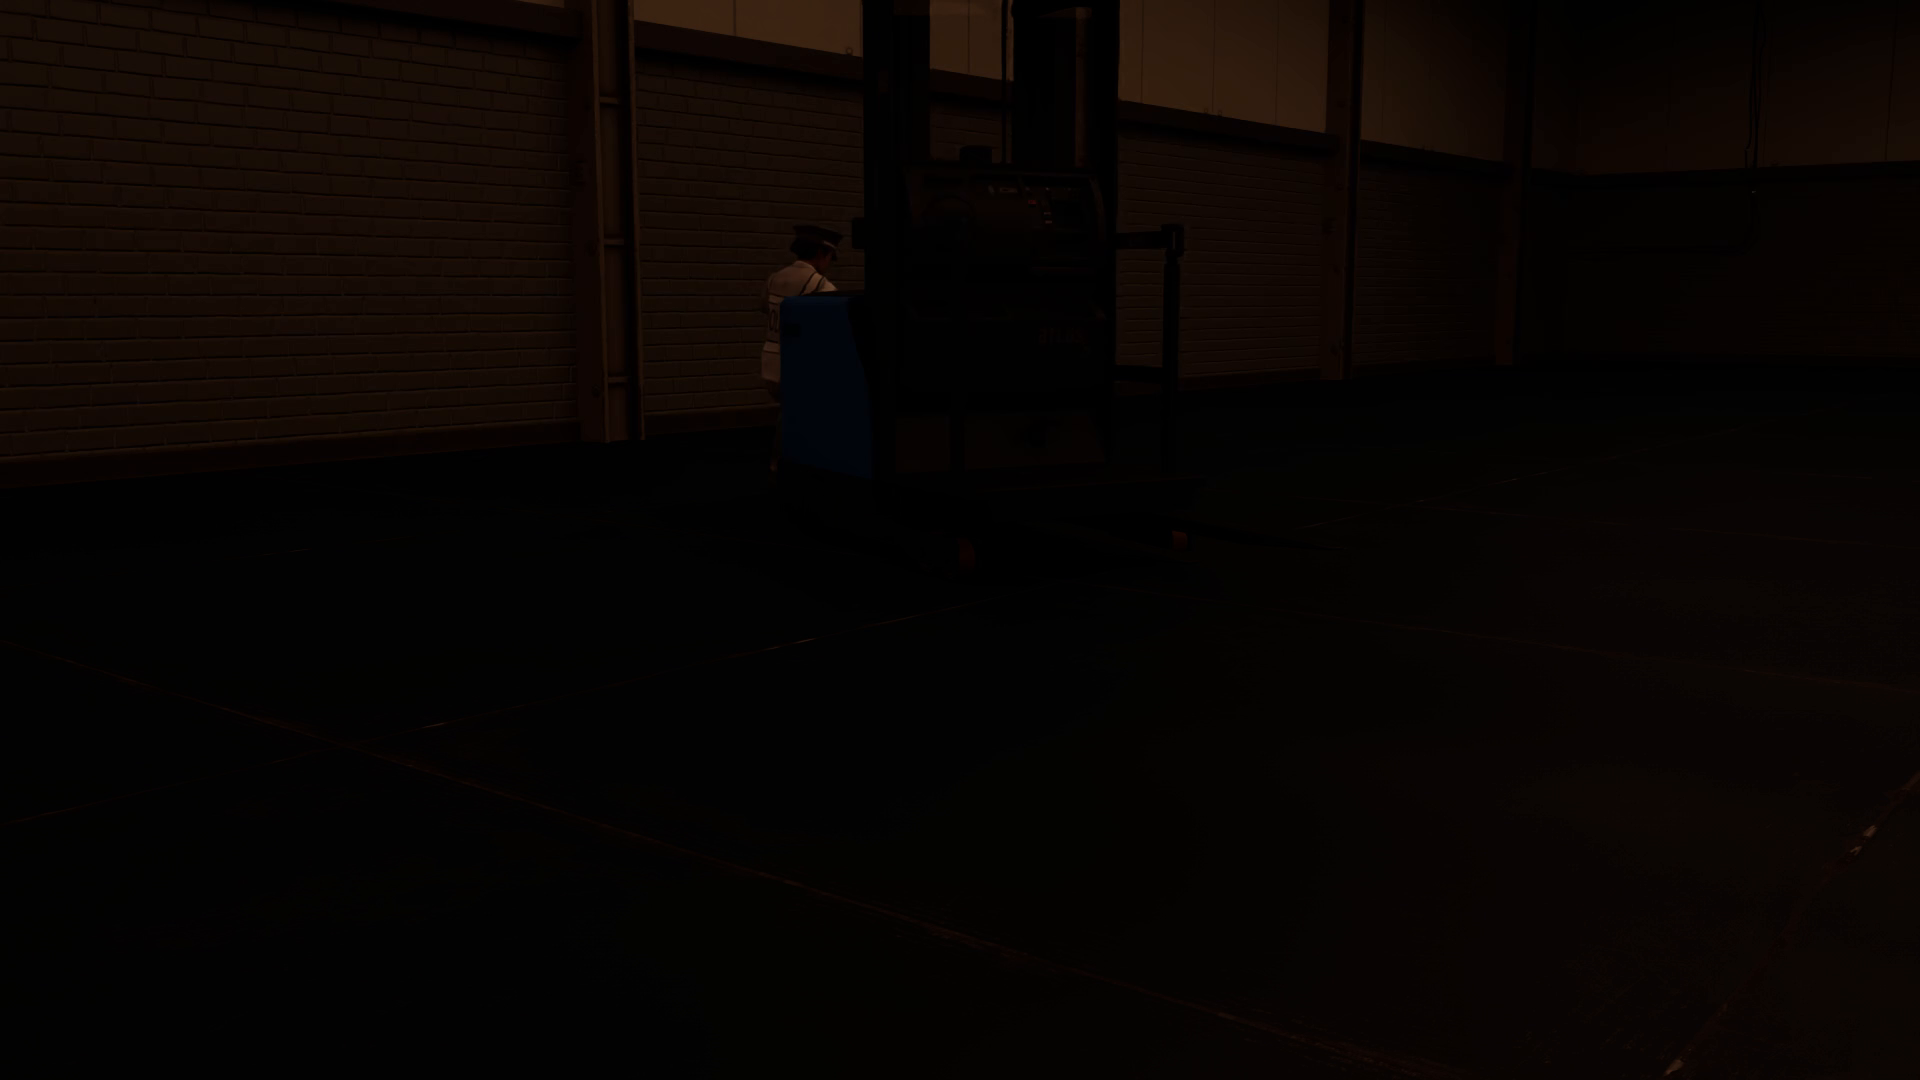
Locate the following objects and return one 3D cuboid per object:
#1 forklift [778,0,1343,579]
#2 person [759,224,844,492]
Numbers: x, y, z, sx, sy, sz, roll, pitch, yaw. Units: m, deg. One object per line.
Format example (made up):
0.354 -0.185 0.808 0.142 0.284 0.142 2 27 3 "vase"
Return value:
0.294 -1.373 6.664 1.130 2.935 3.031 -5 9 -28 "forklift"
-0.686 -0.918 8.700 0.917 1.432 0.700 8 11 42 "person"
